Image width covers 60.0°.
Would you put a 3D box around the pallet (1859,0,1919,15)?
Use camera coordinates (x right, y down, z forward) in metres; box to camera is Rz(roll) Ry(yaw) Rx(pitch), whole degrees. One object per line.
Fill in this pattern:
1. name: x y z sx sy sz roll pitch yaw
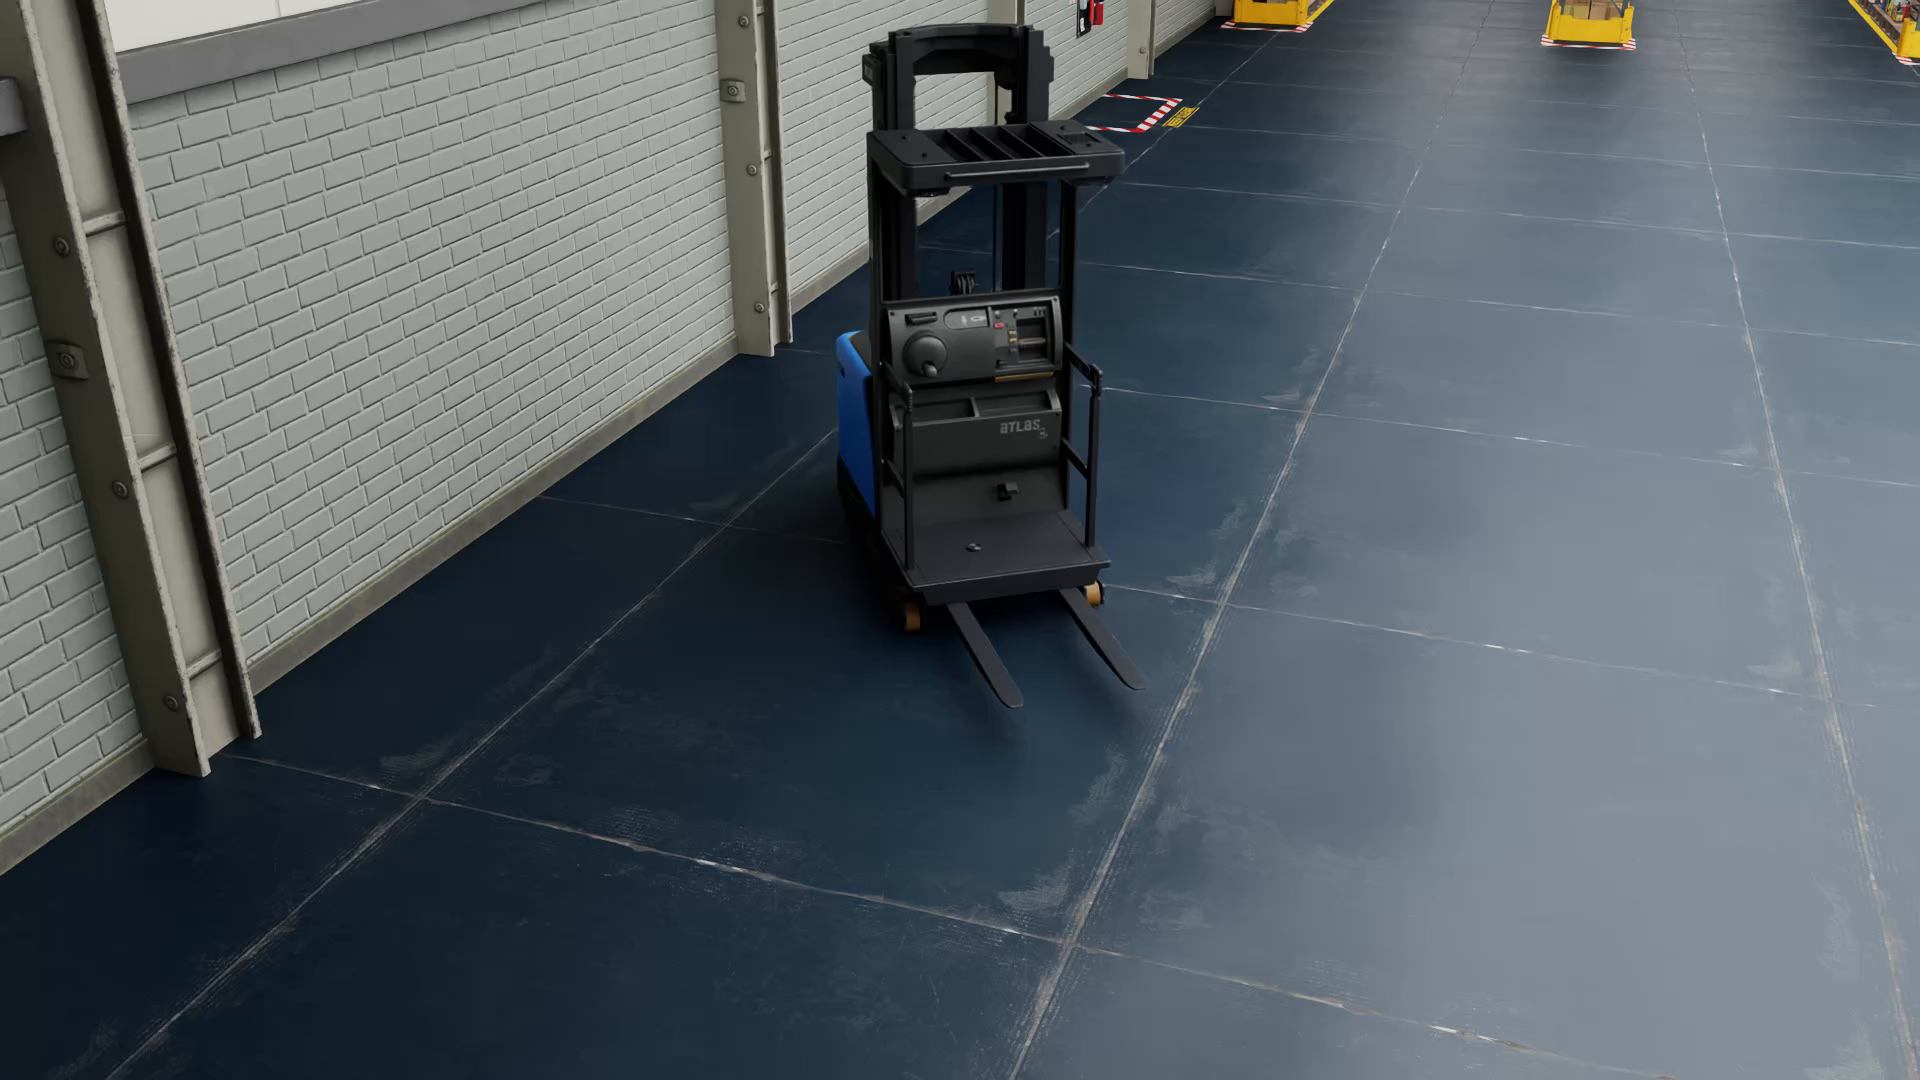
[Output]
1. pallet: 15.960 -9.108 28.319 1.003 0.211 1.213 9 27 17

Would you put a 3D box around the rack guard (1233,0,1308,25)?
1. rack guard: 5.087 -8.734 27.215 1.175 0.500 0.348 9 27 17

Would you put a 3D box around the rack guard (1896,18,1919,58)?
1. rack guard: 14.385 -7.304 24.261 1.175 0.500 0.348 9 27 17

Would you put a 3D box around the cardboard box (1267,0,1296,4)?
1. cardboard box: 5.377 -9.087 27.656 0.500 0.311 0.500 6 26 12

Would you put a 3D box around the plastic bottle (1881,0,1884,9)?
1. plastic bottle: 15.134 -8.803 27.109 0.152 0.276 0.135 10 27 19

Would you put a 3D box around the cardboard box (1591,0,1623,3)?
1. cardboard box: 10.287 -8.794 26.283 0.500 0.500 0.500 9 27 17

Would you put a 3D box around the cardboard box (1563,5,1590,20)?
1. cardboard box: 9.634 -8.325 26.176 0.500 0.250 0.500 9 27 17

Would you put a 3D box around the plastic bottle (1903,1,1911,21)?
1. plastic bottle: 14.812 -8.269 25.999 0.061 0.283 0.133 9 27 17

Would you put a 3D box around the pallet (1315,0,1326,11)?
1. pallet: 5.798 -9.432 28.988 1.003 0.211 1.213 9 27 17

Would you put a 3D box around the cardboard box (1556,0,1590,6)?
1. cardboard box: 9.632 -8.663 26.013 0.500 0.500 0.500 9 27 17

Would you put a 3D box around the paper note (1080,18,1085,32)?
1. paper note: 1.500 -6.306 20.342 0.016 0.148 0.142 9 27 17

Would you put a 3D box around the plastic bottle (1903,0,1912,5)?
1. plastic bottle: 15.019 -8.472 26.426 0.152 0.276 0.135 9 27 17

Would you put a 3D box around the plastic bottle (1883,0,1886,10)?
1. plastic bottle: 15.075 -8.769 26.954 0.144 0.351 0.185 10 27 19

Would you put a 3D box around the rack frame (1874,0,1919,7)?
1. rack frame: 15.735 -10.035 27.033 1.000 3.000 0.127 9 27 17

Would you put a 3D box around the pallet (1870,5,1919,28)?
1. pallet: 15.472 -8.510 27.083 1.003 0.211 1.213 9 27 17

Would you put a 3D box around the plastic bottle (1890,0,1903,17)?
1. plastic bottle: 14.809 -8.440 26.275 0.144 0.351 0.185 10 28 20

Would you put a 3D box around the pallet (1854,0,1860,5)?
1. pallet: 16.364 -9.611 29.358 1.003 0.211 1.213 9 27 17

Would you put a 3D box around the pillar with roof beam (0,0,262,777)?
1. pillar with roof beam: 0.552 -2.454 4.492 9.100 9.000 0.400 9 27 17

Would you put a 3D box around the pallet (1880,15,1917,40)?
1. pallet: 15.068 -8.007 26.044 1.003 0.211 1.213 9 27 17

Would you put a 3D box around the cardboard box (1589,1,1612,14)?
1. cardboard box: 10.285 -8.456 26.447 0.500 0.250 0.500 9 27 17

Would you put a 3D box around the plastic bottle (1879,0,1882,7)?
1. plastic bottle: 15.182 -8.864 27.322 0.097 0.201 0.097 0 26 0

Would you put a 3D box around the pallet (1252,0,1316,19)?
1. pallet: 5.391 -8.932 27.956 1.003 0.211 1.213 9 27 17

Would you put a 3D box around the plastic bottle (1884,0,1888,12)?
1. plastic bottle: 15.012 -8.691 26.793 0.144 0.351 0.185 8 27 15

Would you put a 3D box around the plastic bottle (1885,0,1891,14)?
1. plastic bottle: 14.918 -8.599 26.680 0.061 0.283 0.133 10 28 20

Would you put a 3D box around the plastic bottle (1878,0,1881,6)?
1. plastic bottle: 15.216 -8.937 27.393 0.097 0.271 0.097 0 26 0

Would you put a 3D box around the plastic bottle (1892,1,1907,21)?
1. plastic bottle: 14.712 -8.281 26.032 0.152 0.276 0.135 9 27 18

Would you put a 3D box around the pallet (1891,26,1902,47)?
1. pallet: 14.660 -7.507 25.012 1.003 0.211 1.213 9 27 17

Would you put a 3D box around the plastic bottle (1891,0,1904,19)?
1. plastic bottle: 14.758 -8.338 26.149 0.152 0.276 0.135 8 27 16

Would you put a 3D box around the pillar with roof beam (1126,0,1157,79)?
1. pillar with roof beam: 6.542 -9.851 19.769 9.100 9.000 0.400 9 27 17

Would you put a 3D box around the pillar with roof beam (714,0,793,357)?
1. pillar with roof beam: 2.549 -4.919 9.584 9.100 9.000 0.400 9 27 17

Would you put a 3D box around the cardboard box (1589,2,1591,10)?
1. cardboard box: 10.452 -8.662 26.871 0.500 0.250 0.500 9 27 17

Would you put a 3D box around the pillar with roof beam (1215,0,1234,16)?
1. pillar with roof beam: 8.539 -12.316 24.862 9.100 9.000 0.400 9 27 17

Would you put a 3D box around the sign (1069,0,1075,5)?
1. sign: 1.343 -6.569 19.834 0.001 0.329 0.234 9 27 17

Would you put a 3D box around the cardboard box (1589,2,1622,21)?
1. cardboard box: 10.123 -8.250 26.021 0.500 0.250 0.500 9 27 17

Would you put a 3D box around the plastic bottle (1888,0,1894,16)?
1. plastic bottle: 14.871 -8.517 26.433 0.144 0.351 0.185 9 27 17

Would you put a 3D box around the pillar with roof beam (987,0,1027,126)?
1. pillar with roof beam: 4.545 -7.385 14.677 9.100 9.000 0.400 9 27 17

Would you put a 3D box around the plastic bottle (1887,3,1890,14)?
1. plastic bottle: 14.896 -8.511 26.593 0.097 0.201 0.097 0 26 0

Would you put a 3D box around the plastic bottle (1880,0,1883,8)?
1. plastic bottle: 15.148 -8.822 27.235 0.097 0.201 0.097 0 26 0

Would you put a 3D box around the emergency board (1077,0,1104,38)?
1. emergency board: 1.624 -6.765 20.280 0.194 1.169 0.643 9 27 17

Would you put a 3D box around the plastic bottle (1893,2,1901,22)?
1. plastic bottle: 14.624 -8.235 25.929 0.061 0.283 0.133 9 27 19

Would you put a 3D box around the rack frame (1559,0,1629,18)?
1. rack frame: 9.734 -9.111 25.125 1.000 3.000 0.127 9 27 17

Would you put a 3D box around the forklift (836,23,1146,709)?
1. forklift: 0.143 -1.021 8.496 1.130 2.935 3.031 -7 27 -14

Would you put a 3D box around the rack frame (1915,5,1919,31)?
1. rack frame: 14.404 -8.391 23.638 1.000 3.000 0.127 9 27 17

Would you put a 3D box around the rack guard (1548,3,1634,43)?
1. rack guard: 9.726 -7.976 25.649 1.175 0.500 0.348 9 27 17

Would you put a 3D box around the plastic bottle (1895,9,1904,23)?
1. plastic bottle: 14.602 -8.148 25.842 0.097 0.201 0.097 0 26 0
